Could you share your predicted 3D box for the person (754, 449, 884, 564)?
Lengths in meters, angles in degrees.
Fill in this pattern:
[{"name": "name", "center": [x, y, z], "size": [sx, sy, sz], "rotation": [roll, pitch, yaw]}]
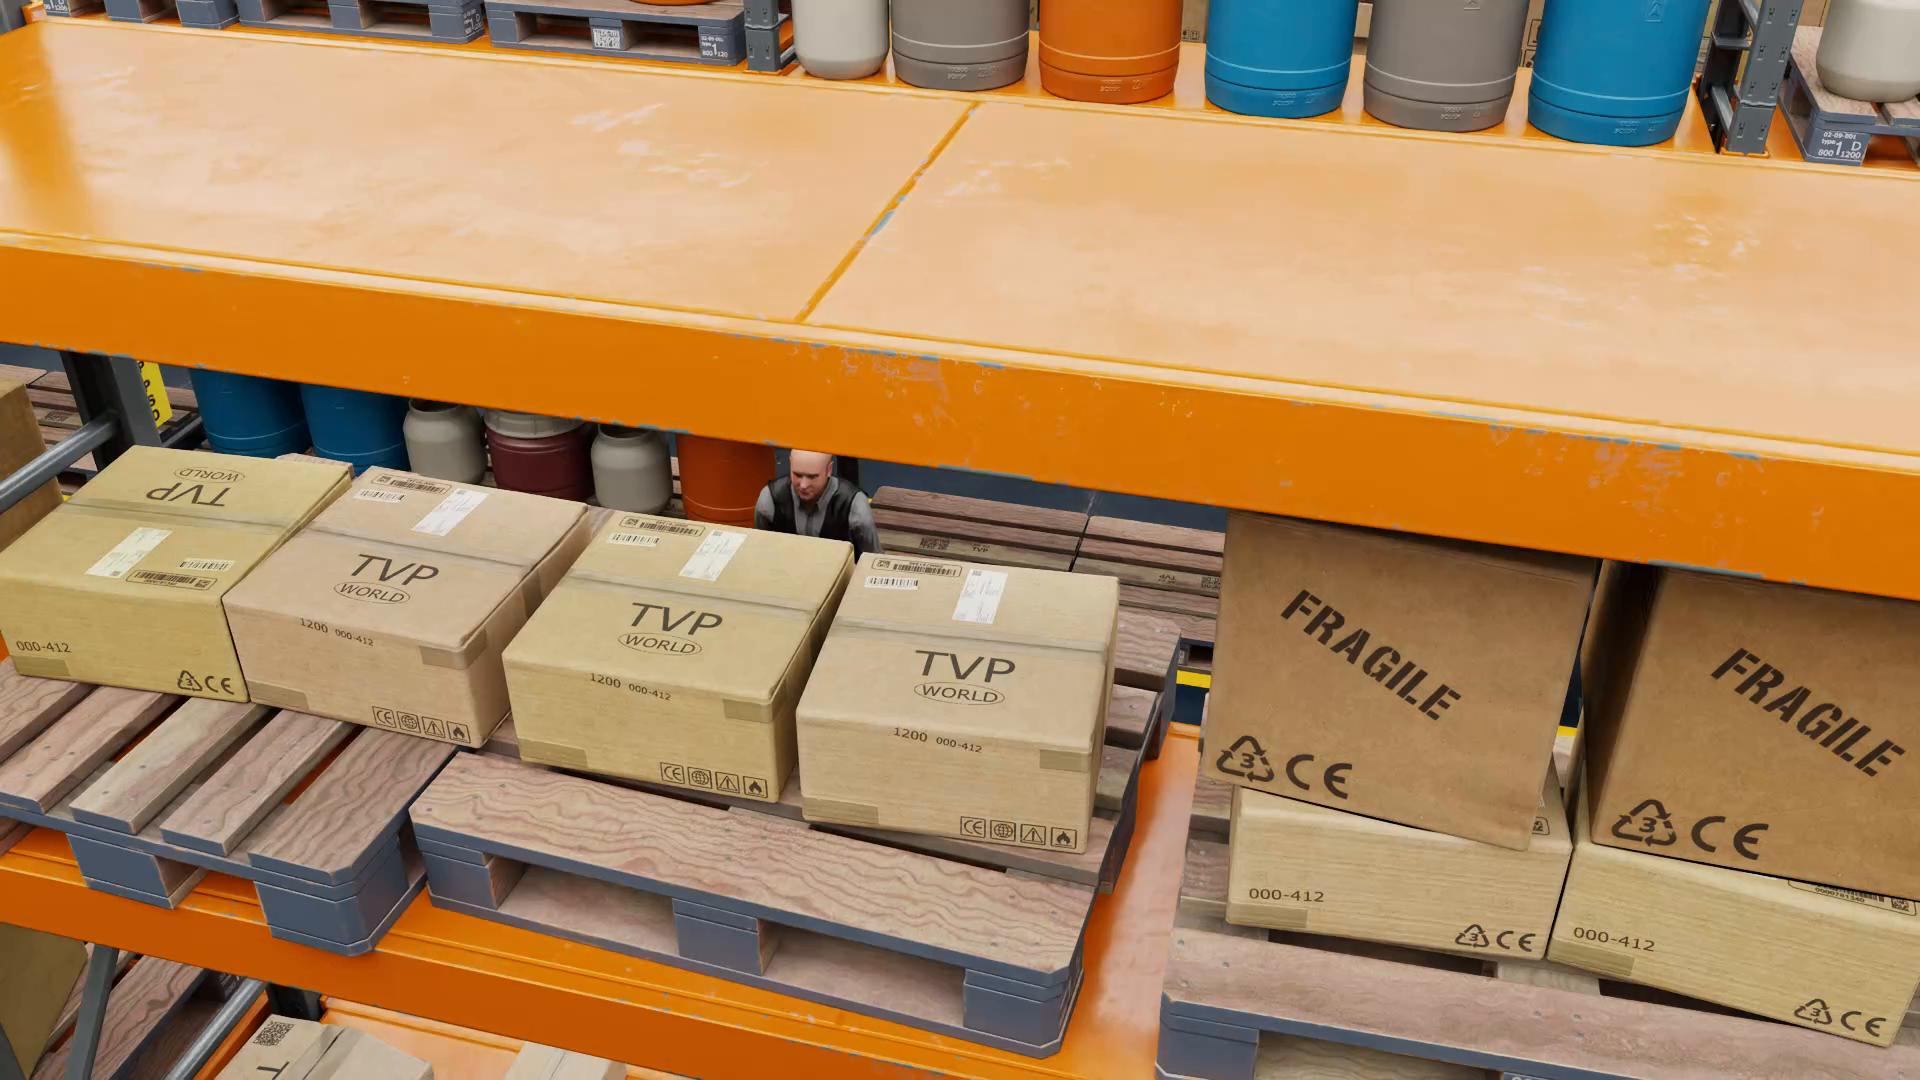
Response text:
[{"name": "person", "center": [-0.613, 0.279, 7.245], "size": [0.593, 1.722, 0.411], "rotation": [7, 33, 10]}]
